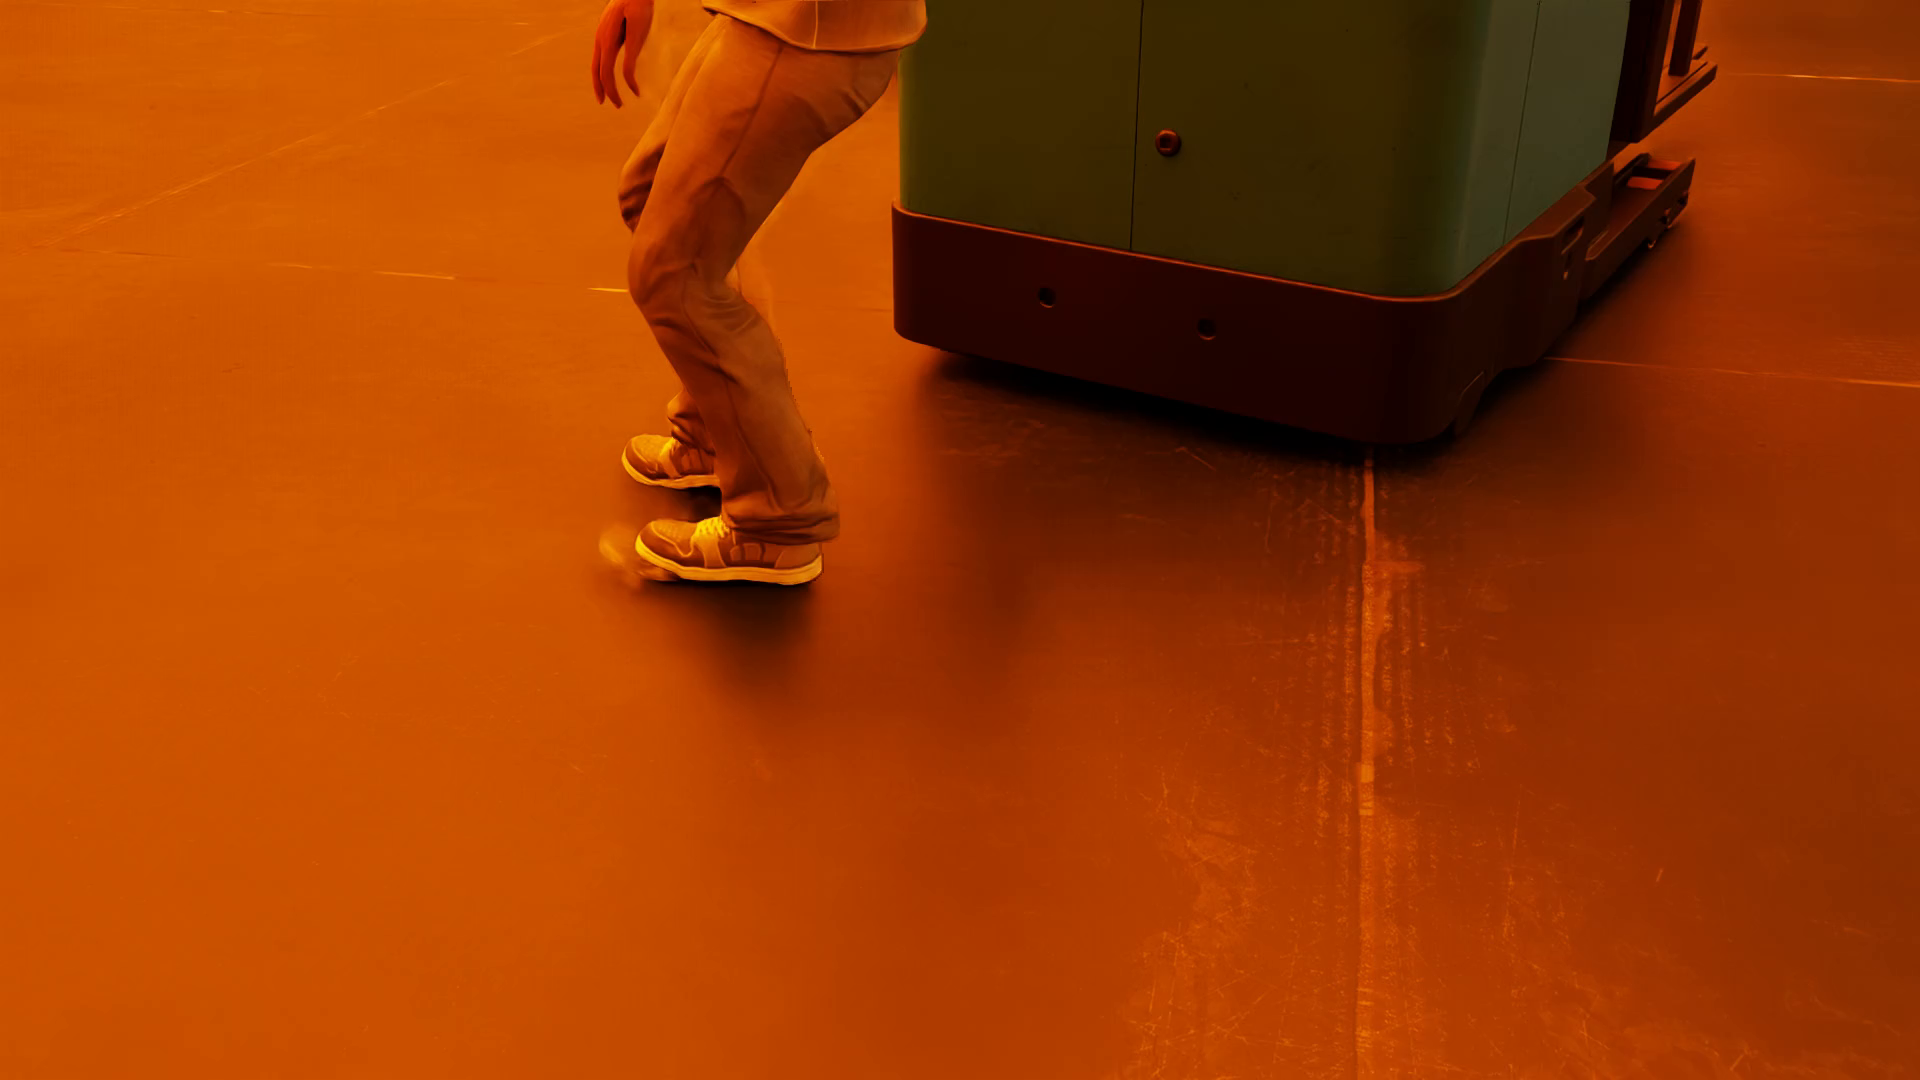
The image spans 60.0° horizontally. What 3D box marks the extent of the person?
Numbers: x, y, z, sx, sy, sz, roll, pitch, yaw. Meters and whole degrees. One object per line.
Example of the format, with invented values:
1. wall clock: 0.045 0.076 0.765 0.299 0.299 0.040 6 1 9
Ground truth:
1. person: -0.299 -0.680 2.164 0.516 1.543 0.751 1 27 1

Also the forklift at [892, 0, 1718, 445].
1. forklift: 1.094 -2.078 3.365 1.130 2.935 3.031 16 31 29
